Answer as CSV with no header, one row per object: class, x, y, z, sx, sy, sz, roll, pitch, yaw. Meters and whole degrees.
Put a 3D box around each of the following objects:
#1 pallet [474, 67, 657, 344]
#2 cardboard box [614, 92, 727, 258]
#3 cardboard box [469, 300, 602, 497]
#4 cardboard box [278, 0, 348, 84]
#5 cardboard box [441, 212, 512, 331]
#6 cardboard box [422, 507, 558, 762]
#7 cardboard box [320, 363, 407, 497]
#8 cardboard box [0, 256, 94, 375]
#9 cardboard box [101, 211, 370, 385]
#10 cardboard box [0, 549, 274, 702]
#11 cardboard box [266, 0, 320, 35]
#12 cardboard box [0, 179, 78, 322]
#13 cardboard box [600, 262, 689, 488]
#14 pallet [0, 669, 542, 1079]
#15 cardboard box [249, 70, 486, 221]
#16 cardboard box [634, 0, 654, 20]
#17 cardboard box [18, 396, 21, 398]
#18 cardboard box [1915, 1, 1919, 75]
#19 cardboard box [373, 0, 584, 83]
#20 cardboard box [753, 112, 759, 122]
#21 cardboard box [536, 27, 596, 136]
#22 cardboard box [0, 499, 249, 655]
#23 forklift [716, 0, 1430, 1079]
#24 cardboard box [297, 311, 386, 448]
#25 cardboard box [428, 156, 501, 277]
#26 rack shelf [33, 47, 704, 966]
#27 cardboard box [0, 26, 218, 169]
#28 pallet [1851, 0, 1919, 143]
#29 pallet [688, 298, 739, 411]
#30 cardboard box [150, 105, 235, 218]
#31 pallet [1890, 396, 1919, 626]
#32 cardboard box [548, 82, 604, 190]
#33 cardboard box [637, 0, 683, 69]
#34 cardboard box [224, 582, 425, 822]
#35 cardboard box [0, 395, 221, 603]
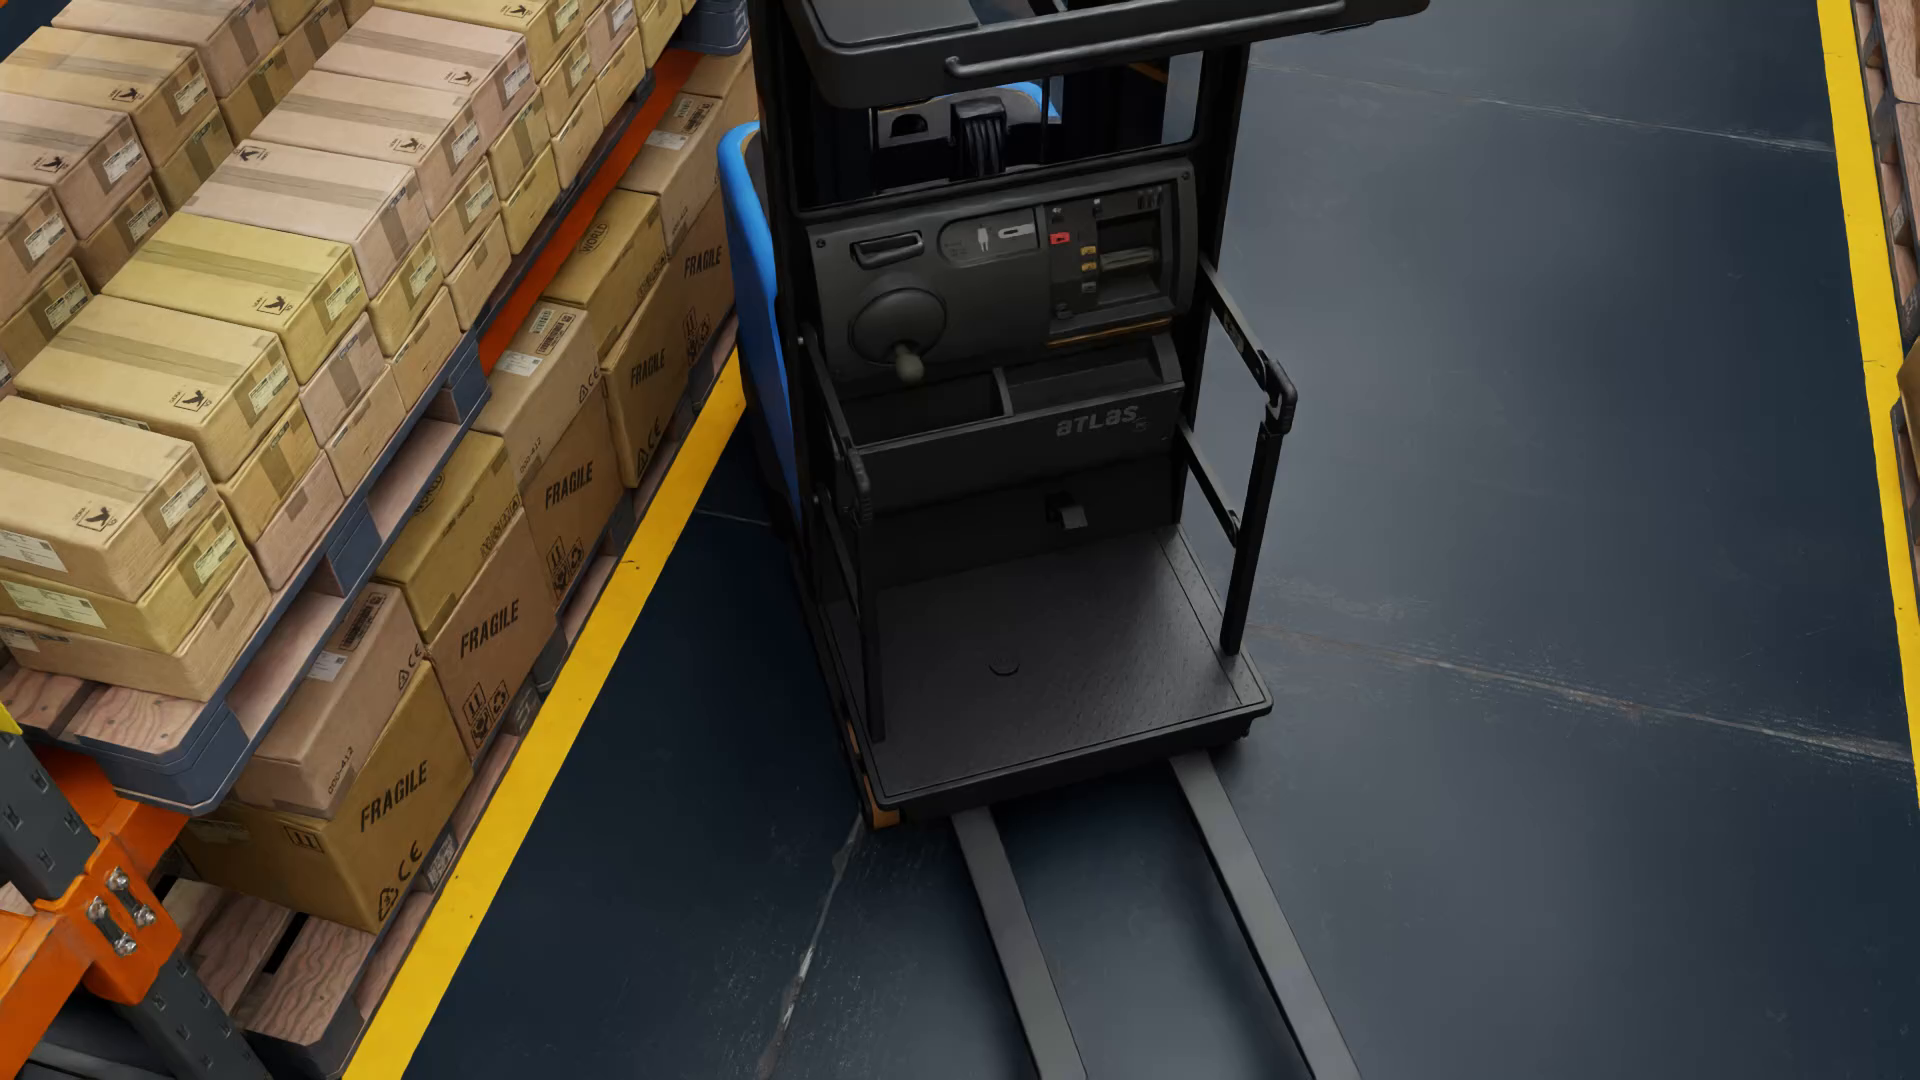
pallet,-1.478,-1.016,4.274,1.003,0.211,1.213,12,50,10
cardboard box,-1.046,-1.166,5.165,0.500,0.250,0.500,12,50,11
cardboard box,-1.323,-0.422,4.509,0.500,0.250,0.500,13,50,11
cardboard box,-1.722,-1.236,4.029,0.380,0.149,0.250,13,50,11
cardboard box,-1.231,-0.623,3.687,0.380,0.149,0.250,10,49,8
cardboard box,-1.461,0.197,4.463,0.500,0.500,0.500,14,50,12
cardboard box,-1.365,-0.258,3.364,0.380,0.149,0.250,12,50,10
cardboard box,-1.998,-0.477,3.359,0.380,0.149,0.250,14,50,12
cardboard box,-1.364,-0.461,3.147,0.380,0.149,0.250,12,50,10
cardboard box,-1.502,0.124,3.027,0.380,0.149,0.250,9,49,8
cardboard box,-1.718,-1.345,3.927,0.380,0.149,0.250,11,49,10
cardboard box,-1.992,-0.589,3.260,0.380,0.149,0.250,10,49,9
cardboard box,-1.181,-0.543,5.116,0.500,0.500,0.500,10,49,8
pallet,-1.846,0.733,4.462,1.003,0.211,1.213,12,50,10
cardboard box,-1.229,-0.826,3.469,0.380,0.149,0.250,11,50,10
cardboard box,-0.956,-1.482,4.246,0.380,0.149,0.250,11,50,10
cardboard box,-2.068,-0.196,3.310,0.380,0.149,0.250,12,50,10
cardboard box,4.196,-2.090,6.467,0.700,0.500,0.500,15,50,13
cardboard box,-1.095,-1.204,3.803,0.380,0.149,0.250,13,50,11
cardboard box,-0.917,-1.304,5.787,0.500,0.500,0.500,11,50,10
cardboard box,-1.092,-1.106,3.915,0.380,0.149,0.250,11,49,9
cardboard box,-1.502,0.025,2.916,0.380,0.149,0.250,12,50,11
forklift,0.179,-0.523,3.757,1.130,2.935,3.031,-13,50,-11
cardboard box,-1.368,-0.349,3.247,0.380,0.149,0.250,13,50,11
cardboard box,-1.231,-0.733,3.585,0.380,0.149,0.250,13,50,12
rack shelf,-1.523,-0.835,4.466,1.077,0.370,4.000,12,50,10
cardboard box,-1.855,-0.956,3.584,0.380,0.149,0.250,10,49,9
pallet,4.292,-1.989,6.865,1.003,0.211,1.213,12,50,10
pallet,-1.203,-1.032,6.020,1.003,0.211,1.213,12,50,10
cardboard box,-1.861,-0.863,3.700,0.380,0.149,0.250,9,49,8
pallet,3.482,0.011,5.100,1.003,0.211,1.213,12,50,10
cardboard box,-1.094,-1.003,4.022,0.380,0.149,0.250,10,49,8
cardboard box,-0.955,-1.388,4.362,0.380,0.149,0.250,10,49,8
cardboard box,-1.600,0.332,3.844,0.500,0.250,0.500,10,49,8
cardboard box,-1.502,-0.073,2.804,0.380,0.149,0.250,14,50,12
